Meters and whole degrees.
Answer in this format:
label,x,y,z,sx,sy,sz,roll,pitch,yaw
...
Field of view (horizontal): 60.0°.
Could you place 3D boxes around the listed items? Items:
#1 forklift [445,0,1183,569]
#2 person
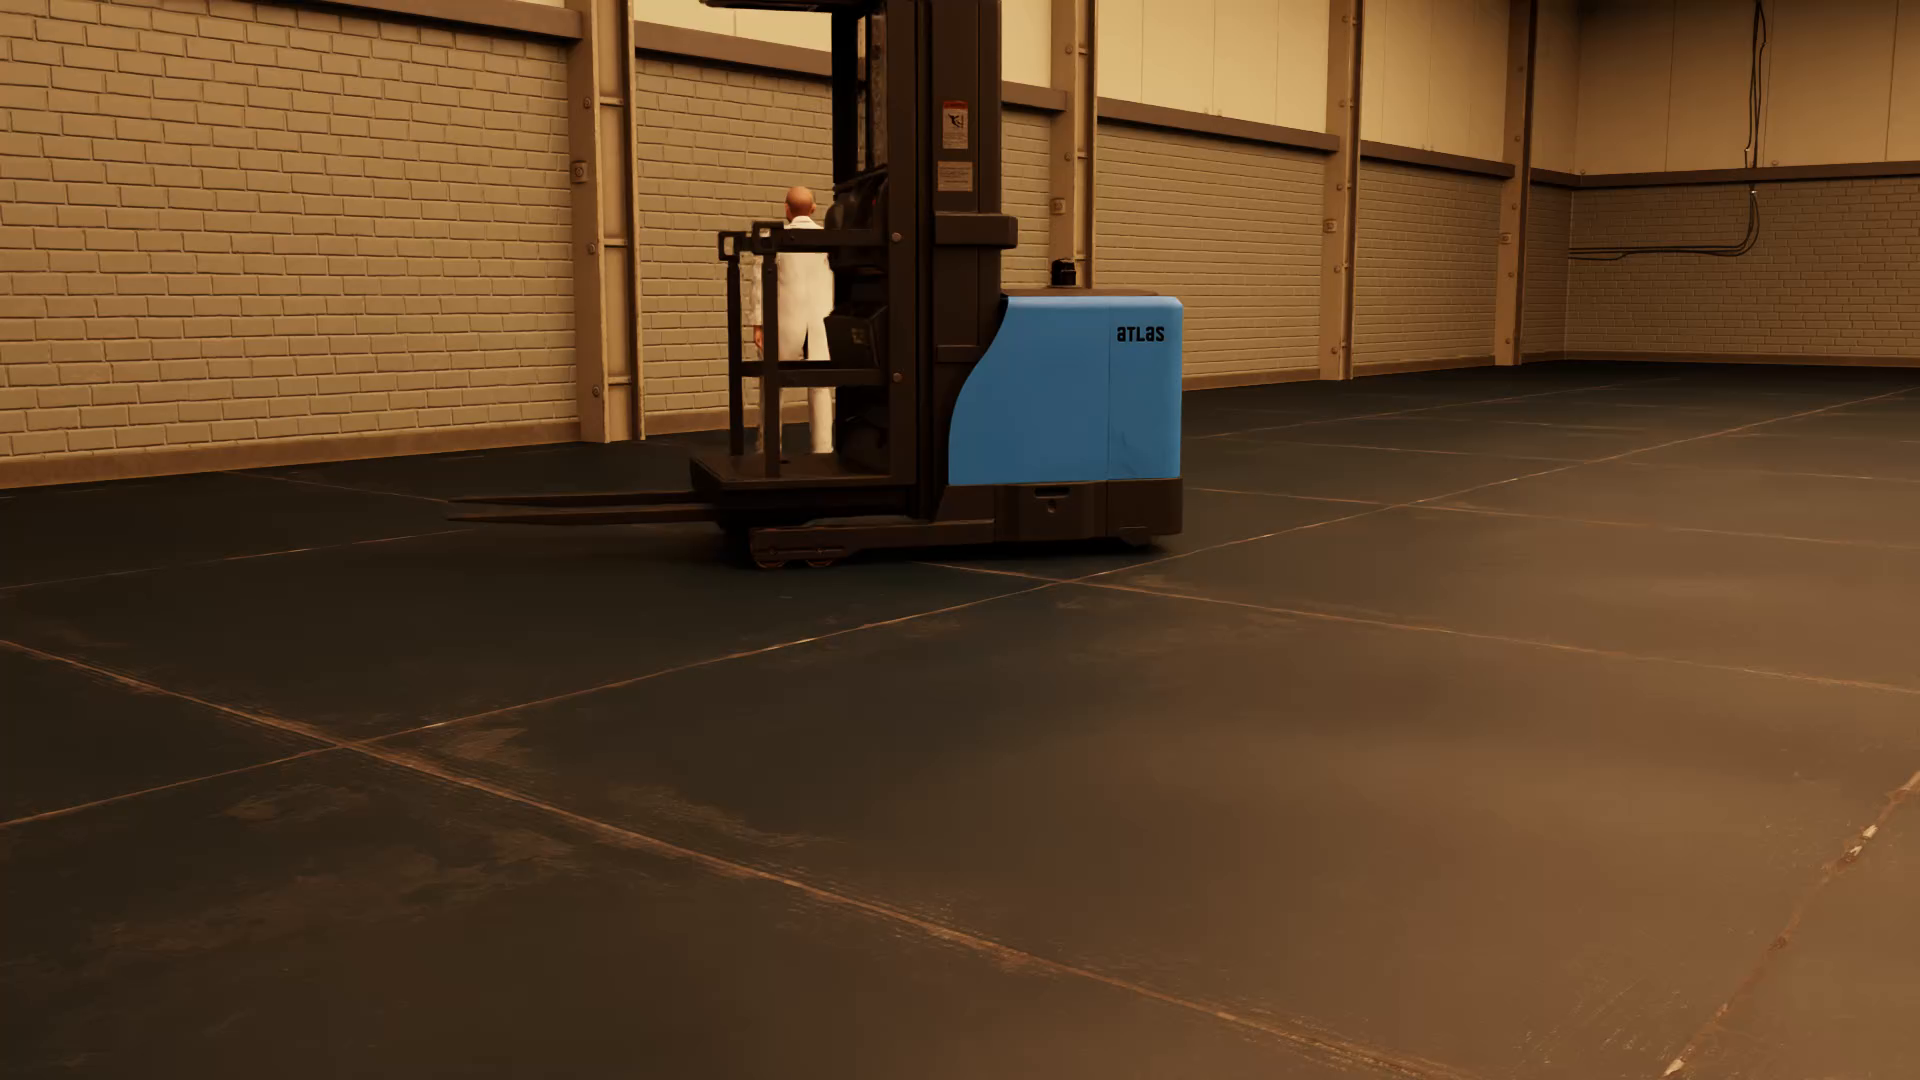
label,x,y,z,sx,sy,sz,roll,pitch,yaw
forklift,-0.622,-1.418,6.973,3.031,2.935,1.130,-2,9,-16
person,-1.015,-1.314,10.541,0.691,1.824,0.618,-2,9,-15
